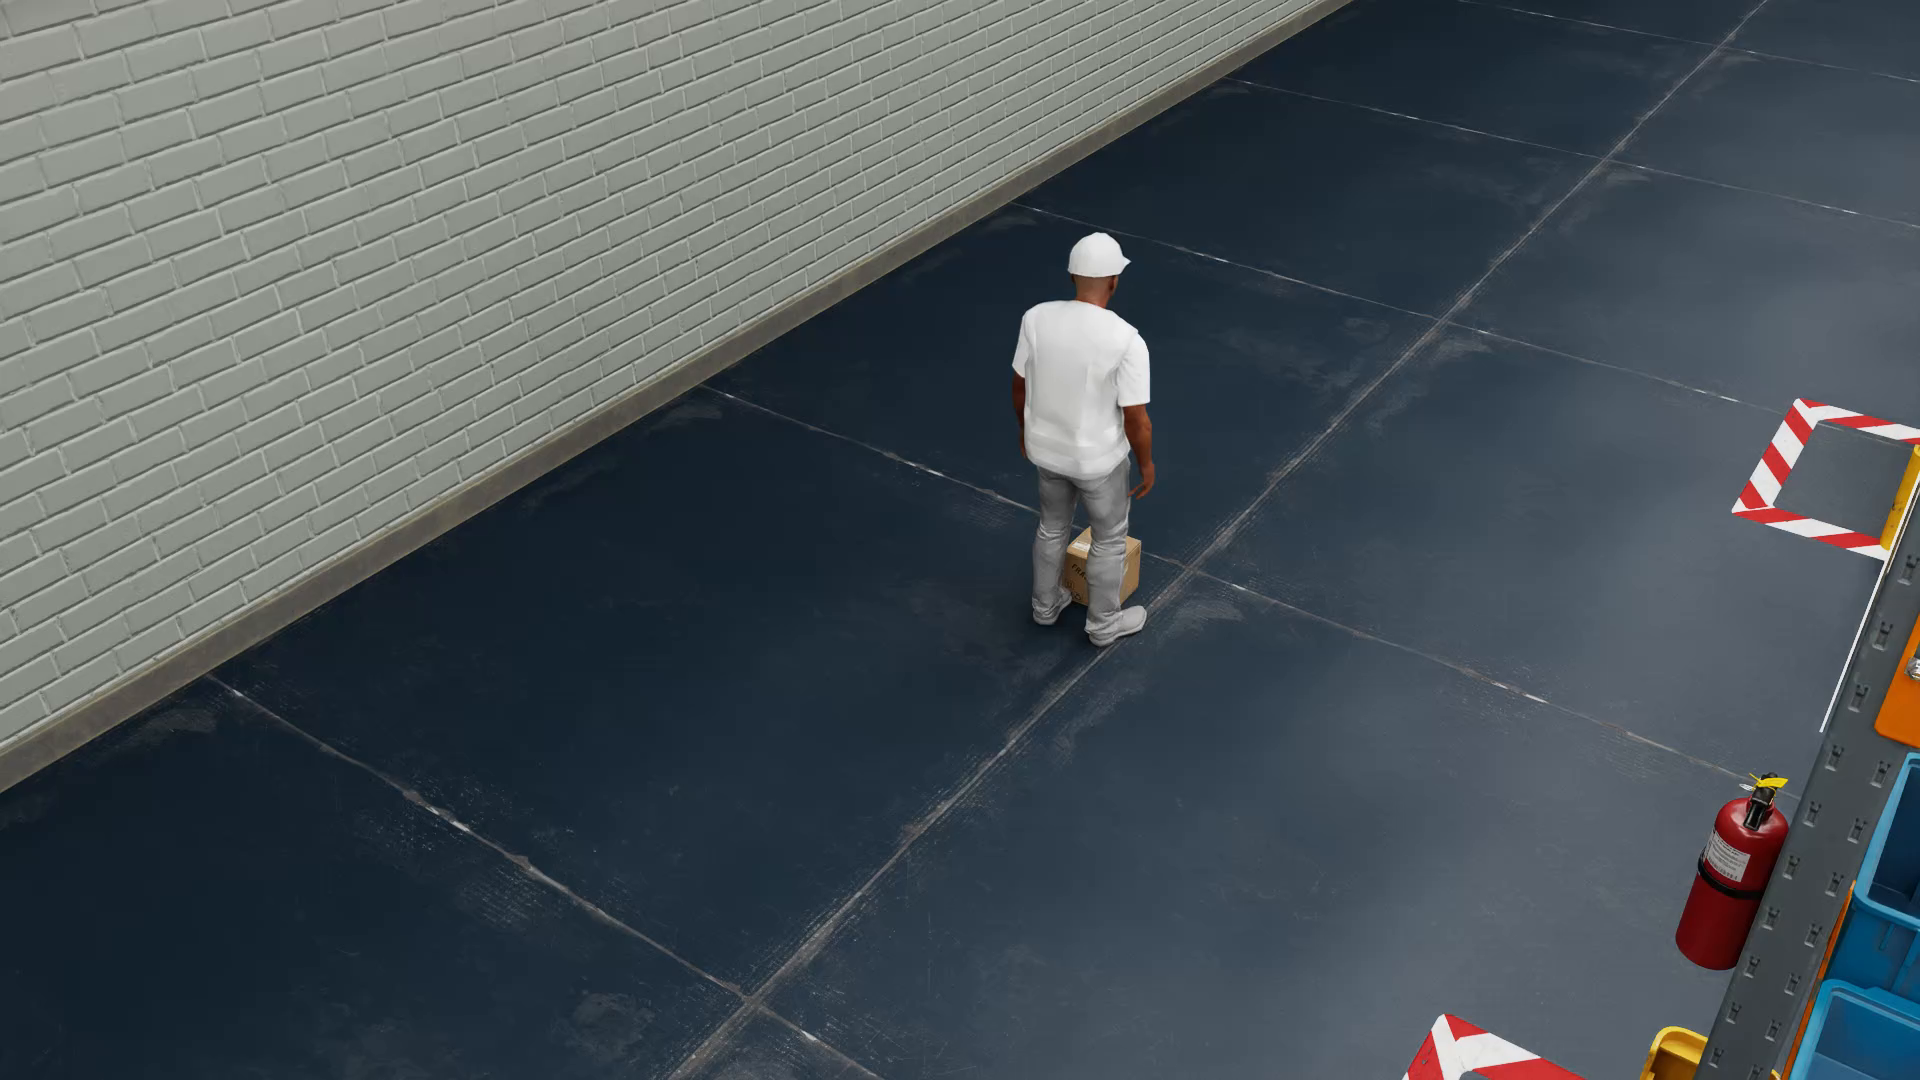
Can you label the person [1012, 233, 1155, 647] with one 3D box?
[{"bbox_3d":[0.500,-0.382,6.686,0.625,1.760,0.459,21,39,27],"label":"person"}]
